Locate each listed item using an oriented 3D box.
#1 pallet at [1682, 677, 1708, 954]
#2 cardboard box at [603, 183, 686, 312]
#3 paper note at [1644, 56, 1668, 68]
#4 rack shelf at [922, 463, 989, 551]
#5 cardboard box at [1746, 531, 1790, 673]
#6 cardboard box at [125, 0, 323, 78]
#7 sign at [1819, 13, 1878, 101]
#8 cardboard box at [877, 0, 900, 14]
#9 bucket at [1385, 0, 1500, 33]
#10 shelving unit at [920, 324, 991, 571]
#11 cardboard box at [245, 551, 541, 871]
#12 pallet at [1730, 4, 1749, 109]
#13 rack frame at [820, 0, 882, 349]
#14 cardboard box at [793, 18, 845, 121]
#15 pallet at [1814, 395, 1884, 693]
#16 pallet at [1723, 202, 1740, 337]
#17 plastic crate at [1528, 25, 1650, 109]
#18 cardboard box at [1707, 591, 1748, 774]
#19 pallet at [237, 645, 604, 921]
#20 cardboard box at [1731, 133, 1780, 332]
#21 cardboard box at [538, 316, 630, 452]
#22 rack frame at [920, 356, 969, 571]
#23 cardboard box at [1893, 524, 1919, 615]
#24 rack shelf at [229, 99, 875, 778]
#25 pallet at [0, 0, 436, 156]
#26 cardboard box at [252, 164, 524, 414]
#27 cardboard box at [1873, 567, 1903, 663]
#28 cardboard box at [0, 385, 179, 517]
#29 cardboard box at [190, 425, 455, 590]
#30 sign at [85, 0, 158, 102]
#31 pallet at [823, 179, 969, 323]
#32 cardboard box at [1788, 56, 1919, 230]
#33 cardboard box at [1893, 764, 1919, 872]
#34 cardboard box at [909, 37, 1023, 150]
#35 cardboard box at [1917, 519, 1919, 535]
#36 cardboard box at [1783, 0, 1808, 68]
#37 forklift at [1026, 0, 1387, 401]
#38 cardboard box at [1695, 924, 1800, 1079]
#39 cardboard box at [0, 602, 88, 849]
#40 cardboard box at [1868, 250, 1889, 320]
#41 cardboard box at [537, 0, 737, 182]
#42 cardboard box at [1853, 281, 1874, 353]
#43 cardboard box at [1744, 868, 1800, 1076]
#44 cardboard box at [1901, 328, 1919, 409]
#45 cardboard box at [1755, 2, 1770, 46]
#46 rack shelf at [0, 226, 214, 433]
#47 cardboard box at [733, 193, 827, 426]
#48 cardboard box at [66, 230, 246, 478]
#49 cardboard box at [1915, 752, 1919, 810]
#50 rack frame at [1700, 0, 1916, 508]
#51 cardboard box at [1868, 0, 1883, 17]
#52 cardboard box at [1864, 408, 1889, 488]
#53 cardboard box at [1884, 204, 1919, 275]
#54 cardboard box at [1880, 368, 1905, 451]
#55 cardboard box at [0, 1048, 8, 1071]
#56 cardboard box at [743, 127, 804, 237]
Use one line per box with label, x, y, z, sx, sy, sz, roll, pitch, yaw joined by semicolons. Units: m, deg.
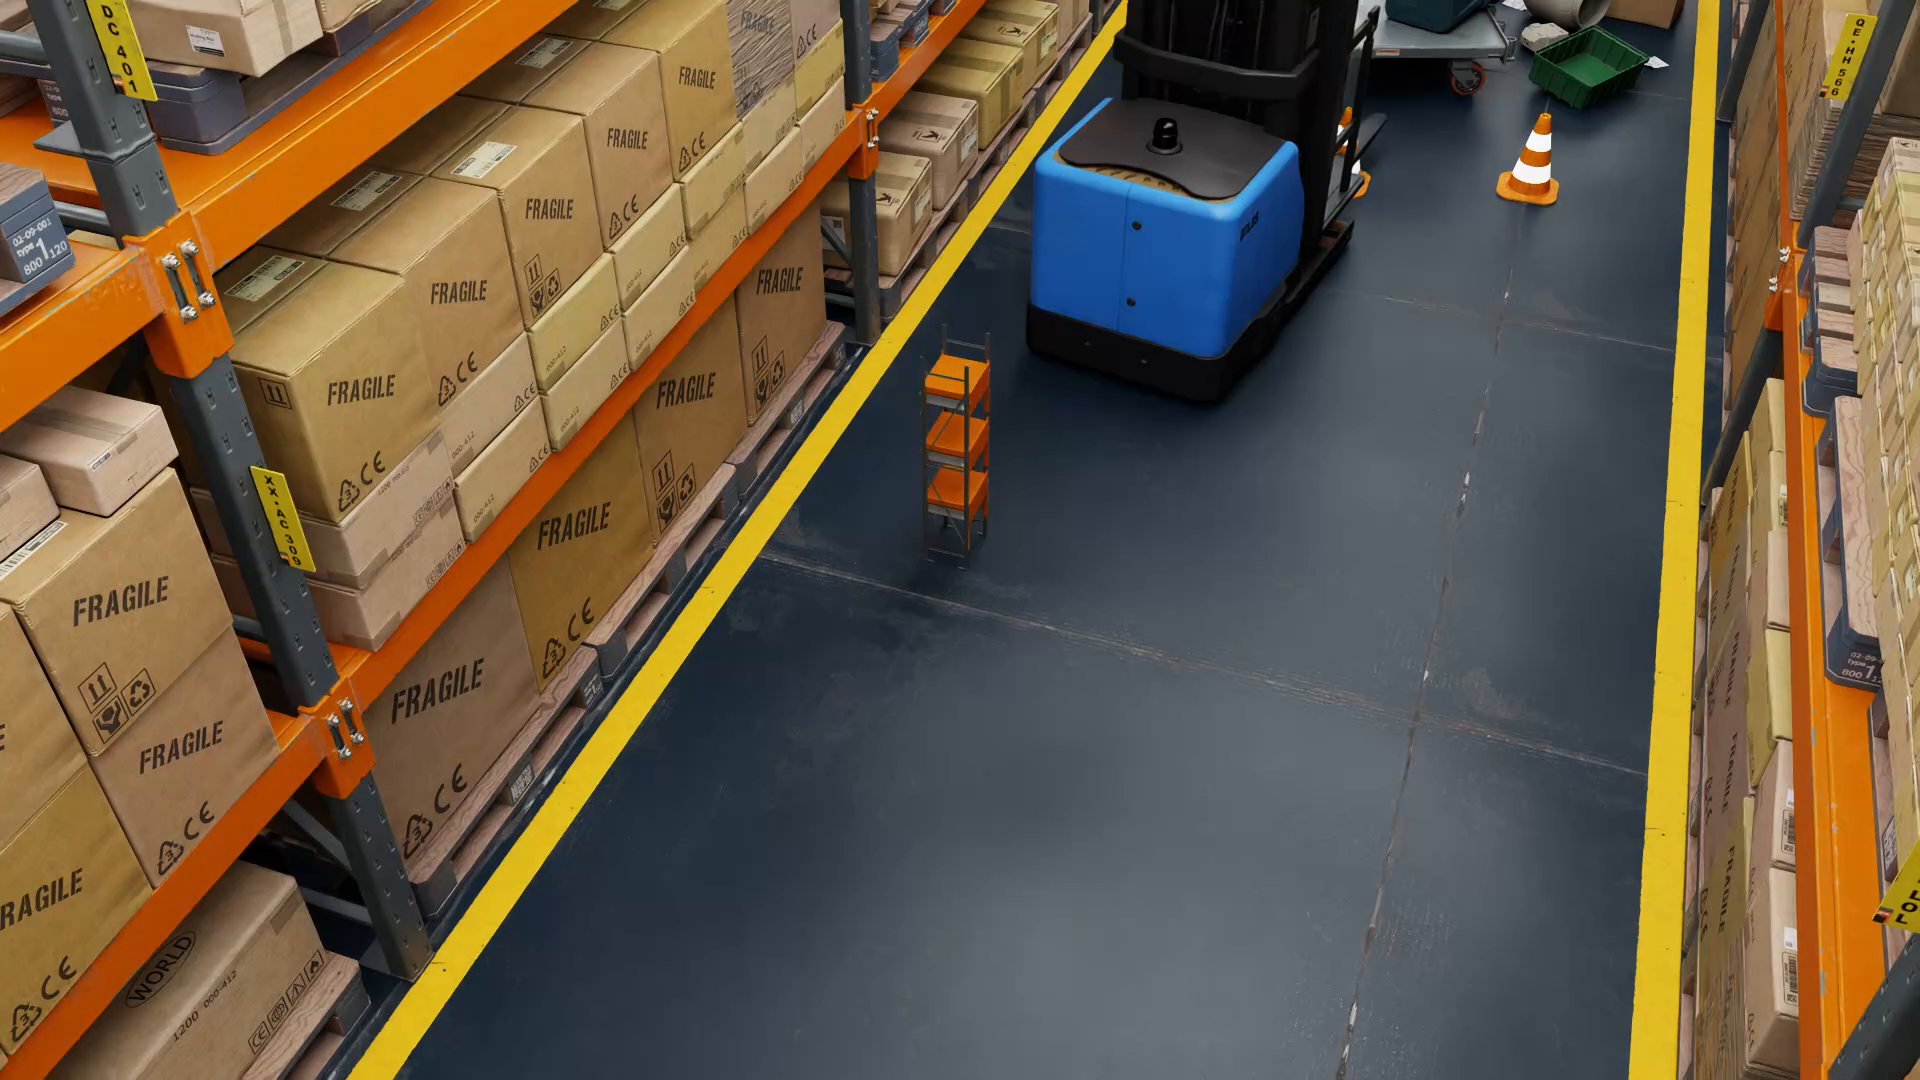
pallet;3.108;1.063;5.842;1.003;0.211;1.213;13;42;15
cardboard box;-1.323;-1.087;5.943;0.500;0.250;0.500;12;42;14
paper note;4.542;-3.137;10.903;0.147;0.020;0.142;-13;42;-15
rack shelf;-0.018;-0.147;7.058;0.215;0.259;0.240;13;42;15
cardboard box;2.977;0.265;5.653;0.500;0.250;0.500;14;42;15
cardboard box;-1.759;-1.290;3.920;0.396;0.266;0.258;13;42;15
sign;3.272;-1.777;6.130;0.100;0.325;0.005;13;42;15
cardboard box;-0.477;-2.639;7.902;0.380;0.149;0.250;11;42;12
bucket;3.043;-3.583;10.490;0.726;0.611;0.620;29;58;29
shelving unit;-0.018;-0.367;6.871;0.215;1.050;0.252;13;42;15
cardboard box;-2.122;0.439;5.737;0.875;0.875;0.875;15;43;16
pallet;5.496;-3.041;10.652;1.003;0.211;1.213;13;42;15
rack frame;-0.891;-2.253;7.579;1.000;3.000;0.127;13;42;15
cardboard box;-0.818;-2.034;7.053;0.500;0.250;0.500;13;42;15
pallet;3.157;0.074;5.000;1.003;0.211;1.213;13;42;15
pallet;4.554;-1.361;8.682;1.003;0.211;1.213;13;42;15
plastic crate;3.991;-3.004;10.583;0.662;0.188;0.450;-29;58;-29
cardboard box;2.974;0.572;5.871;0.500;0.500;0.500;12;42;14
pallet;-2.066;0.760;6.196;1.003;0.211;1.213;13;42;15
cardboard box;4.384;-1.405;7.996;1.050;0.750;0.750;14;42;16
cardboard box;-1.495;-0.591;5.747;0.500;0.250;0.500;13;42;15
rack frame;-0.060;-0.292;6.784;0.200;1.050;0.008;13;42;15
cardboard box;2.734;0.122;4.437;0.380;0.149;0.250;11;42;13
rack shelf;-1.575;-0.759;6.383;1.077;0.370;4.000;13;42;15
pallet;-1.992;-1.452;4.477;0.805;0.209;1.217;12;42;13
cardboard box;-1.690;-0.753;4.974;0.500;0.500;0.500;13;42;15
cardboard box;2.728;0.240;4.528;0.380;0.149;0.250;12;42;13
cardboard box;-2.065;-0.220;3.849;0.380;0.149;0.250;12;42;14
cardboard box;-1.844;-0.152;4.848;0.500;0.250;0.500;12;42;14
sign;-1.737;-1.059;3.410;0.100;0.325;0.005;13;42;15
pallet;-0.623;-1.668;9.043;1.003;0.211;1.213;13;42;15
cardboard box;3.697;-1.588;6.723;0.500;0.500;0.500;13;42;15
cardboard box;2.465;0.715;3.971;0.380;0.149;0.250;14;42;15
cardboard box;-0.179;-2.668;9.768;0.950;0.372;0.625;15;43;17
cardboard box;2.739;0.015;4.333;0.380;0.149;0.250;12;42;14
cardboard box;4.211;-2.510;7.804;0.500;0.500;0.500;14;42;16
forklift;1.494;-2.719;8.179;1.130;2.935;3.031;20;44;22
cardboard box;2.444;1.508;4.774;0.500;0.500;0.500;13;42;14
cardboard box;-2.342;0.425;3.593;0.500;0.500;0.500;13;42;14
cardboard box;3.262;-0.814;5.533;0.380;0.149;0.250;12;42;14
cardboard box;-1.166;-1.682;6.063;0.500;0.500;0.500;13;42;15
cardboard box;3.269;-0.724;5.657;0.380;0.149;0.250;15;43;17
cardboard box;2.444;1.219;4.534;0.500;0.250;0.500;12;42;14
cardboard box;3.007;-0.465;4.896;0.380;0.149;0.250;15;43;16
cardboard box;5.444;-3.375;10.208;0.875;0.875;0.875;14;42;16
rack shelf;-2.943;0.539;2.550;1.077;0.370;4.000;13;42;15
cardboard box;-1.205;-1.201;7.661;0.875;0.875;0.875;13;42;15
cardboard box;-2.342;-0.560;4.748;0.500;0.500;0.500;15;43;16
cardboard box;2.467;0.599;3.878;0.380;0.149;0.250;14;42;15
rack frame;3.795;-1.216;6.364;1.000;3.000;0.127;13;42;15
cardboard box;4.130;-2.215;6.687;0.700;0.500;0.500;13;42;14
cardboard box;3.001;-0.243;5.093;0.380;0.149;0.250;14;42;16
cardboard box;3.277;-0.954;5.469;0.380;0.149;0.250;13;42;15
cardboard box;3.002;-0.357;4.998;0.380;0.149;0.250;13;42;15
cardboard box;-2.506;1.113;3.557;0.500;0.500;0.500;13;42;14
cardboard box;-0.980;-1.515;6.830;0.500;0.250;0.500;14;42;16
